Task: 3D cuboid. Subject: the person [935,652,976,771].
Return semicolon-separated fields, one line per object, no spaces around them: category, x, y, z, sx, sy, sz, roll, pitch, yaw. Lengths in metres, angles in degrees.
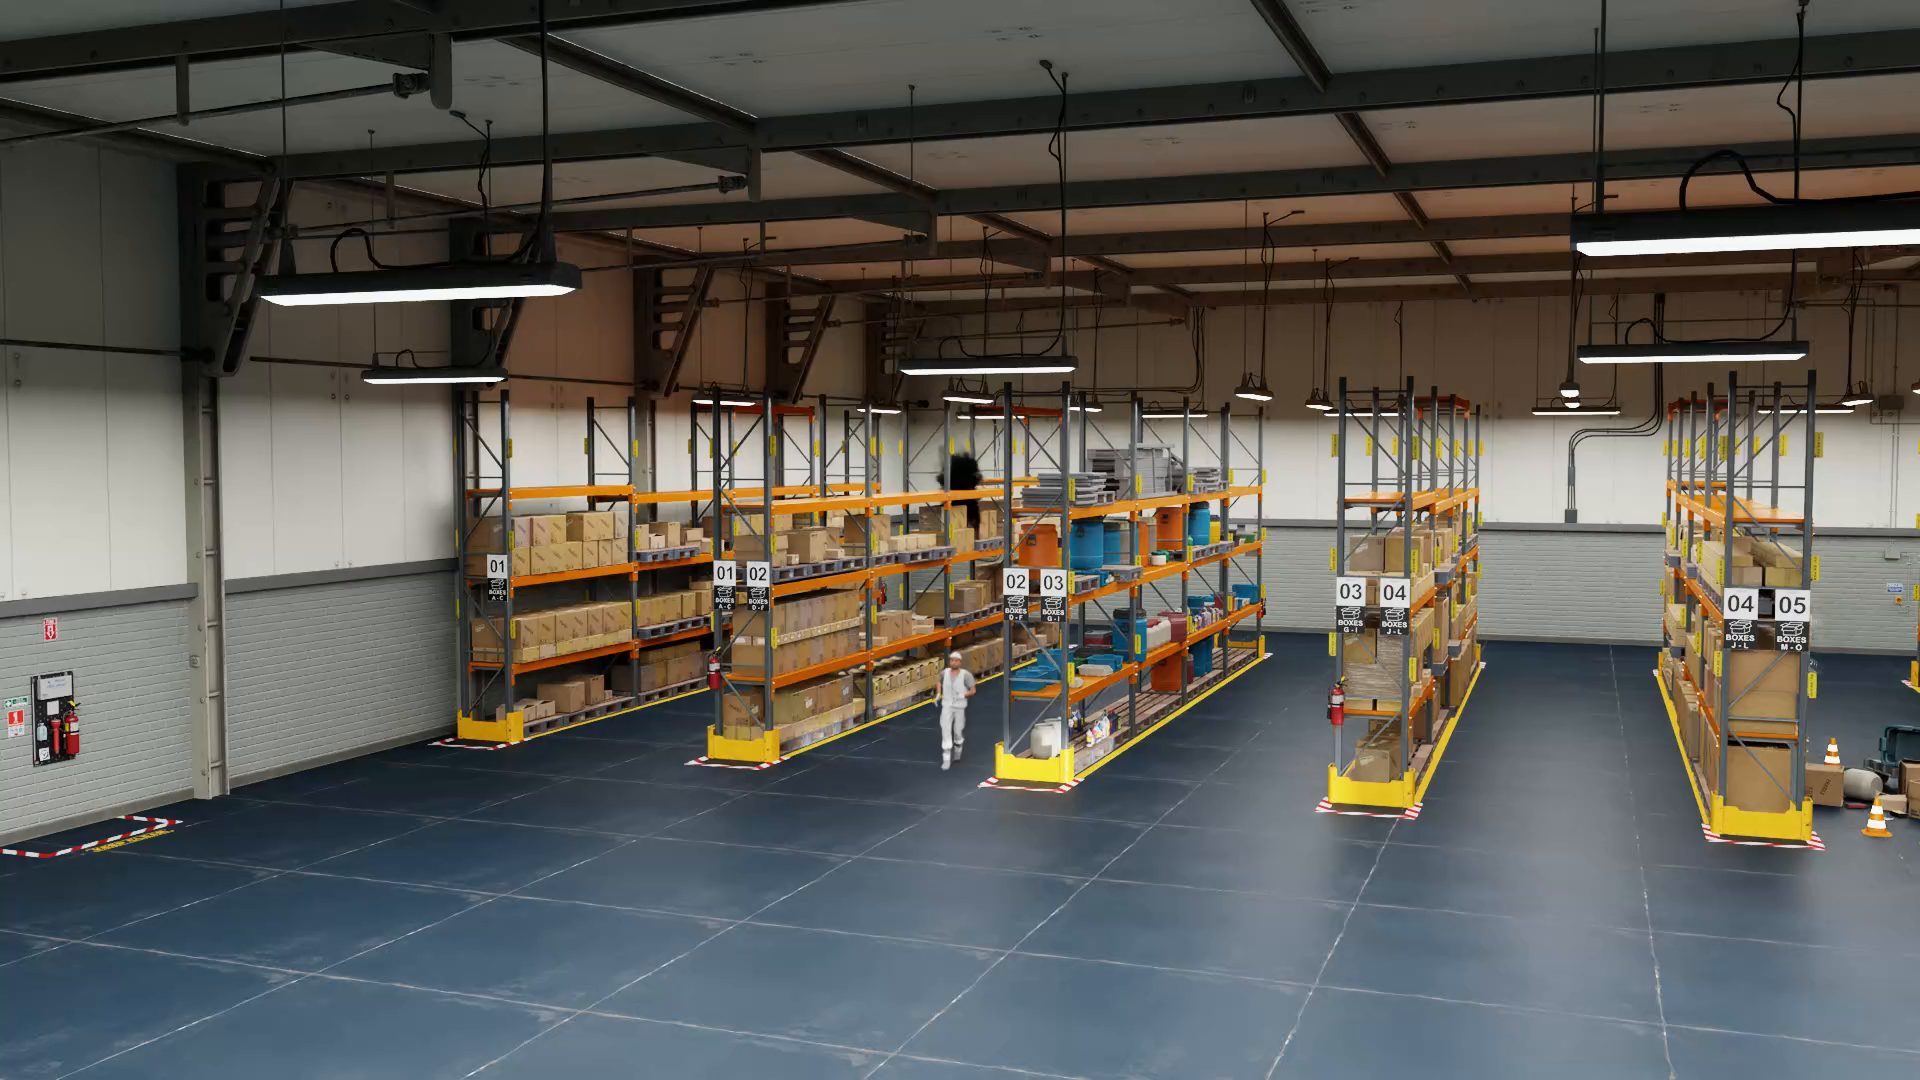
person;-0.077;2.668;26.215;0.665;1.828;0.881;0;3;8
